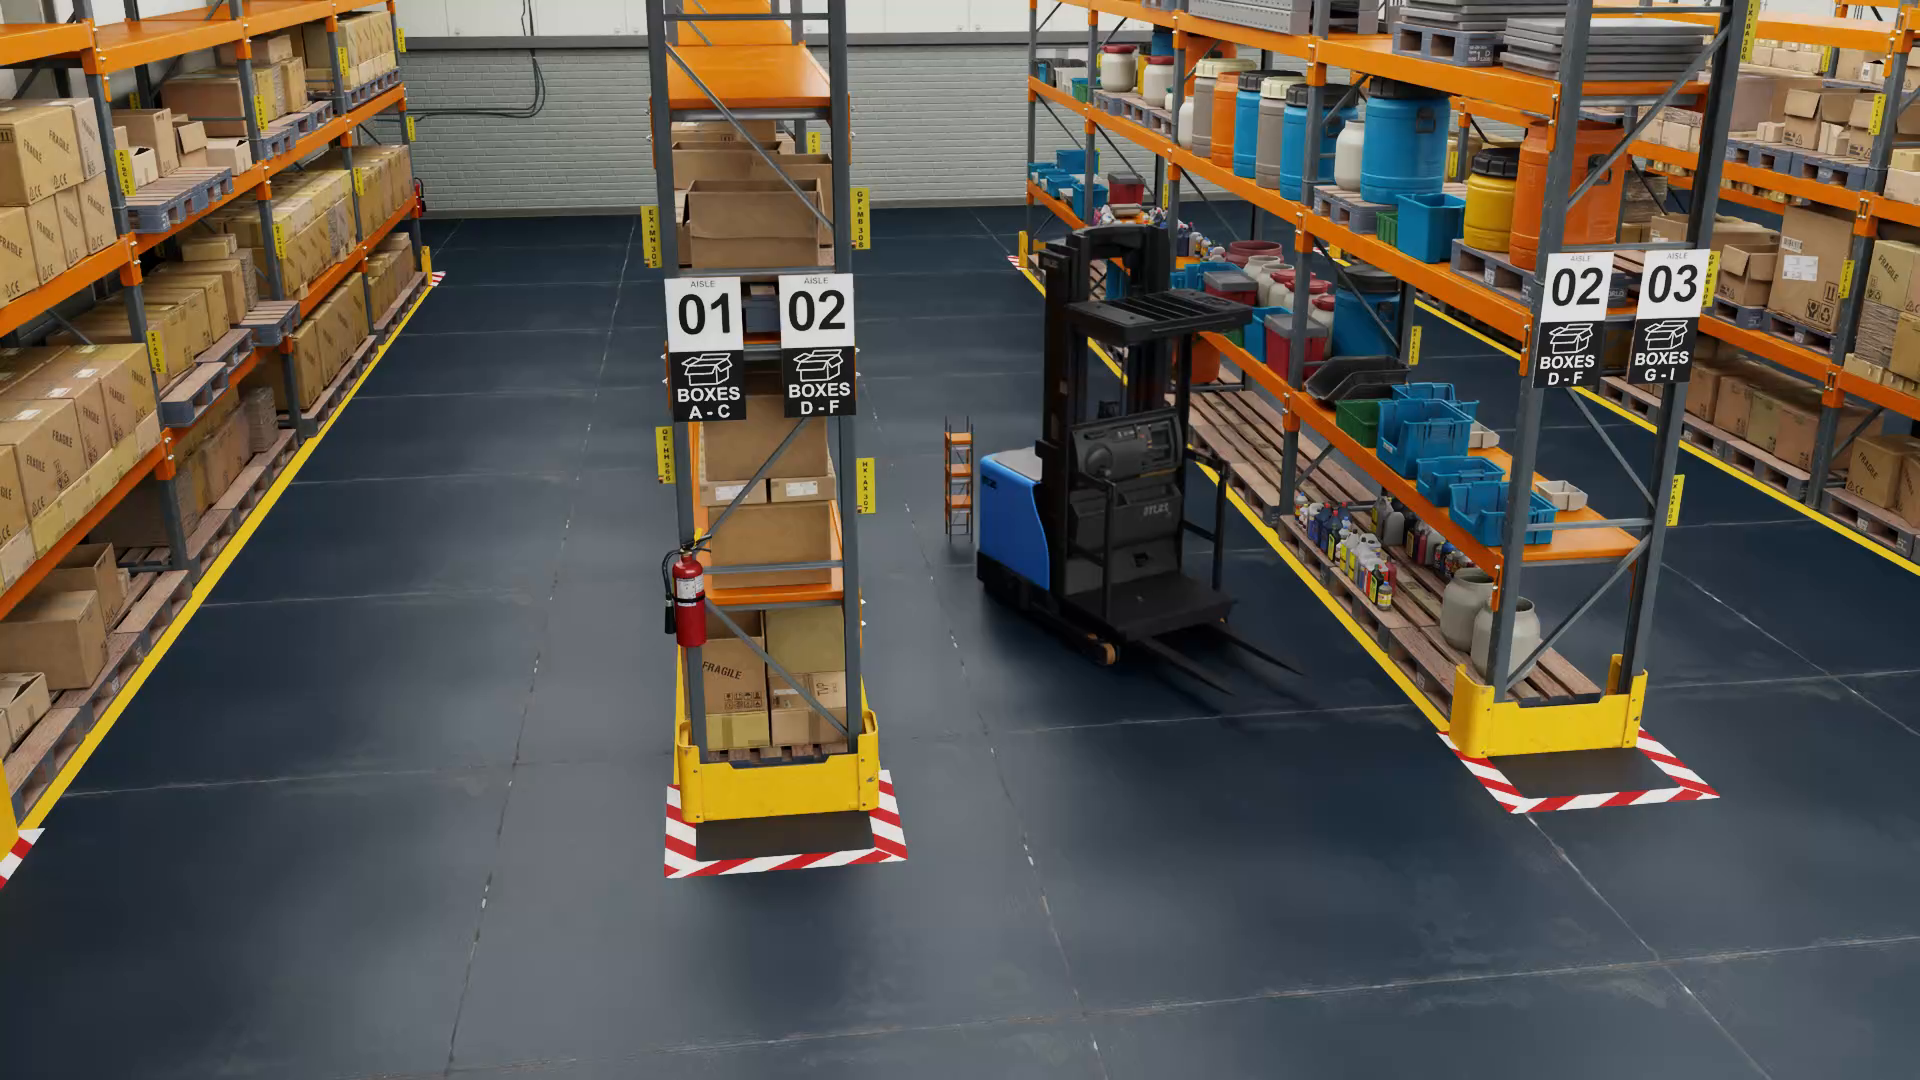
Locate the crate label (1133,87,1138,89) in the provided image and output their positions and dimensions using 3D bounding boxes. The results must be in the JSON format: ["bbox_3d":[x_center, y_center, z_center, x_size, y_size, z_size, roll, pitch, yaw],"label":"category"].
[{"bbox_3d":[2.305,-5.706,21.297,0.293,0.136,0.466,-3,21,-8],"label":"crate label"}]

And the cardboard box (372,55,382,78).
[{"bbox_3d":[-7.766,-6.104,21.457,0.500,0.250,0.500,-4,21,-9],"label":"cardboard box"}]

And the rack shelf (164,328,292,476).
[{"bbox_3d":[-6.849,-1.327,14.509,1.077,0.370,4.000,-3,21,-8],"label":"rack shelf"}]

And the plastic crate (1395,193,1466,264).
[{"bbox_3d":[3.247,-2.129,11.364,0.392,0.384,0.575,-3,21,-8],"label":"plastic crate"}]

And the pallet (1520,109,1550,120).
[{"bbox_3d":[7.258,-5.030,19.378,1.003,0.211,1.213,-2,21,-5],"label":"pallet"}]

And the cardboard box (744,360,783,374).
[{"bbox_3d":[-1.226,-0.855,10.220,0.700,0.500,0.500,-3,21,-9],"label":"cardboard box"}]

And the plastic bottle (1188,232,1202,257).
[{"bbox_3d":[2.724,-3.444,19.328,0.152,0.276,0.135,-3,21,-8],"label":"plastic bottle"}]

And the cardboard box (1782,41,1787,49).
[{"bbox_3d":[11.552,-6.827,22.850,0.380,0.149,0.250,-2,21,-6],"label":"cardboard box"}]

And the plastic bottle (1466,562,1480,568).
[{"bbox_3d":[3.852,0.258,12.493,0.061,0.283,0.133,-3,21,-7],"label":"plastic bottle"}]

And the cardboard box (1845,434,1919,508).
[{"bbox_3d":[8.162,-0.606,14.524,0.500,0.500,0.500,-4,21,-9],"label":"cardboard box"}]

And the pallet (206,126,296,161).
[{"bbox_3d":[-7.282,-3.893,16.336,1.213,0.211,1.003,-2,21,-5],"label":"pallet"}]

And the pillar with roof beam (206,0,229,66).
[{"bbox_3d":[-4.410,-6.967,20.009,9.100,9.000,0.400,-3,21,-8],"label":"pillar with roof beam"}]

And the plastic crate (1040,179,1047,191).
[{"bbox_3d":[1.285,-5.078,23.816,0.250,0.136,0.298,-3,21,-8],"label":"plastic crate"}]

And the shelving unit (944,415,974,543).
[{"bbox_3d":[-0.008,-0.510,14.082,0.215,1.050,0.252,-3,21,-8],"label":"shelving unit"}]

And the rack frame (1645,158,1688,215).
[{"bbox_3d":[11.337,-6.091,26.236,1.000,3.000,0.127,-3,21,-8],"label":"rack frame"}]

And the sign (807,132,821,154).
[{"bbox_3d":[-1.110,-2.935,12.649,0.100,0.325,0.005,-3,21,-8],"label":"sign"}]

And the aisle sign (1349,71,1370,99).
[{"bbox_3d":[6.107,-7.103,25.232,0.394,0.787,0.004,-3,21,-8],"label":"aisle sign"}]

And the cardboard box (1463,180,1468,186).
[{"bbox_3d":[6.810,-4.366,21.475,0.500,0.500,0.500,-3,21,-8],"label":"cardboard box"}]

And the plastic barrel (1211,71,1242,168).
[{"bbox_3d":[2.664,-3.941,15.579,0.600,0.830,0.708,-3,21,-8],"label":"plastic barrel"}]

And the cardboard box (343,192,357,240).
[{"bbox_3d":[-7.398,-3.790,19.479,0.500,0.500,0.500,-3,21,-9],"label":"cardboard box"}]

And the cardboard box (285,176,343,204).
[{"bbox_3d":[-7.329,-3.962,18.868,0.500,0.250,0.500,-2,21,-7],"label":"cardboard box"}]

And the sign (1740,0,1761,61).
[{"bbox_3d":[4.365,-2.825,9.217,0.100,0.325,0.005,-3,21,-8],"label":"sign"}]

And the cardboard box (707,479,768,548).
[{"bbox_3d":[-1.217,-0.228,10.397,0.700,0.500,0.500,-2,21,-6],"label":"cardboard box"}]

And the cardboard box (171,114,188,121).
[{"bbox_3d":[-7.261,-3.557,14.993,0.500,0.500,0.500,-3,21,-8],"label":"cardboard box"}]

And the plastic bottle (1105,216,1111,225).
[{"bbox_3d":[1.822,-3.833,20.375,0.097,0.271,0.097,0,20,0],"label":"plastic bottle"}]

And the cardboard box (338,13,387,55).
[{"bbox_3d":[-7.853,-6.642,21.826,0.500,0.500,0.500,-2,21,-6],"label":"cardboard box"}]

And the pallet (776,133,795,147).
[{"bbox_3d":[-2.049,-3.694,15.801,1.213,0.211,1.003,-2,21,-5],"label":"pallet"}]

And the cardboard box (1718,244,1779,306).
[{"bbox_3d":[7.803,-2.561,16.039,0.797,0.503,0.637,-1,20,-2],"label":"cardboard box"}]

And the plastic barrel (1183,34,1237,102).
[{"bbox_3d":[2.588,-4.856,17.429,0.600,0.830,0.708,-3,21,-8],"label":"plastic barrel"}]

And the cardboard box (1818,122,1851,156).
[{"bbox_3d":[7.910,-3.580,14.819,0.396,0.266,0.258,-2,21,-6],"label":"cardboard box"}]

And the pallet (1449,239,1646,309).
[{"bbox_3d":[3.797,-1.694,10.448,1.003,0.211,1.213,-3,21,-8],"label":"pallet"}]

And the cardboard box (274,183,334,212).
[{"bbox_3d":[-7.255,-3.785,18.395,0.500,0.250,0.500,-3,21,-7],"label":"cardboard box"}]

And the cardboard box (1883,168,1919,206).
[{"bbox_3d":[7.956,-2.887,13.586,0.500,0.250,0.500,-4,21,-10],"label":"cardboard box"}]

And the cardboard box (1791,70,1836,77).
[{"bbox_3d":[11.576,-6.197,22.448,0.500,0.250,0.500,-2,21,-6],"label":"cardboard box"}]

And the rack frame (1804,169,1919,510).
[{"bbox_3d":[8.144,-1.721,14.536,1.000,3.000,0.127,-3,21,-8],"label":"rack frame"}]

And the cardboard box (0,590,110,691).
[{"bbox_3d":[-6.133,0.681,11.051,0.700,0.500,0.500,-4,21,-11],"label":"cardboard box"}]

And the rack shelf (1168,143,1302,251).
[{"bbox_3d":[2.955,-3.232,15.322,1.077,0.370,4.000,-3,21,-8],"label":"rack shelf"}]

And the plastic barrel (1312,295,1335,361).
[{"bbox_3d":[3.322,-1.877,14.760,0.433,0.535,0.433,0,20,0],"label":"plastic barrel"}]

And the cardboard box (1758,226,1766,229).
[{"bbox_3d":[11.804,-4.607,24.888,0.380,0.149,0.250,-4,21,-10],"label":"cardboard box"}]

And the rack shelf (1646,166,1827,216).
[{"bbox_3d":[11.626,-5.061,24.508,1.077,0.370,4.000,-3,21,-8],"label":"rack shelf"}]

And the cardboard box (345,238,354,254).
[{"bbox_3d":[-7.325,-3.444,19.480,0.380,0.149,0.250,-3,21,-7],"label":"cardboard box"}]

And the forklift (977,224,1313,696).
[{"bbox_3d":[1.319,-0.662,11.800,1.130,2.935,3.031,-12,23,-29],"label":"forklift"}]

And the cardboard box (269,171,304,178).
[{"bbox_3d":[-7.905,-4.116,19.280,0.500,0.250,0.500,-2,21,-6],"label":"cardboard box"}]

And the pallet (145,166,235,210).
[{"bbox_3d":[-6.697,-2.867,13.585,1.213,0.211,1.003,-3,21,-8],"label":"pallet"}]

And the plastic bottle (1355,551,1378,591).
[{"bbox_3d":[3.092,0.233,12.568,0.152,0.276,0.135,-3,21,-9],"label":"plastic bottle"}]

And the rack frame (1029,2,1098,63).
[{"bbox_3d":[1.513,-8.436,23.942,1.000,3.000,0.127,-3,21,-8],"label":"rack frame"}]

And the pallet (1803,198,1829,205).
[{"bbox_3d":[11.880,-4.344,21.834,1.003,0.211,1.213,-3,21,-8],"label":"pallet"}]

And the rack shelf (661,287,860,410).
[{"bbox_3d":[-1.371,-1.598,10.949,1.077,0.370,4.000,-3,21,-8],"label":"rack shelf"}]

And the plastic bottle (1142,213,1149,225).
[{"bbox_3d":[2.346,-4.015,20.962,0.097,0.201,0.097,0,20,0],"label":"plastic bottle"}]

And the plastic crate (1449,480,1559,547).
[{"bbox_3d":[3.452,-0.175,10.609,0.499,0.251,0.616,-3,21,-8],"label":"plastic crate"}]

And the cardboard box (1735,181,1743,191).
[{"bbox_3d":[11.451,-5.128,24.019,0.380,0.149,0.250,-3,21,-9],"label":"cardboard box"}]

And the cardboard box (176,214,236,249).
[{"bbox_3d":[-7.459,-3.047,16.419,0.500,0.250,0.500,-2,21,-6],"label":"cardboard box"}]

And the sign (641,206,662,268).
[{"bbox_3d":[-1.621,-1.598,8.768,0.100,0.325,0.005,-3,21,-8],"label":"sign"}]

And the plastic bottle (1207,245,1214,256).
[{"bbox_3d":[2.808,-3.160,18.575,0.097,0.271,0.097,0,20,0],"label":"plastic bottle"}]

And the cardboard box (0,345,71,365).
[{"bbox_3d":[-6.699,-1.088,11.957,0.500,0.500,0.500,-3,21,-9],"label":"cardboard box"}]

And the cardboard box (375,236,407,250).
[{"bbox_3d":[-7.854,-4.095,22.937,0.380,0.149,0.250,-2,21,-6],"label":"cardboard box"}]

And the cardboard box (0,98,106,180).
[{"bbox_3d":[-6.220,-2.741,11.381,0.500,0.500,0.500,-5,21,-12],"label":"cardboard box"}]
